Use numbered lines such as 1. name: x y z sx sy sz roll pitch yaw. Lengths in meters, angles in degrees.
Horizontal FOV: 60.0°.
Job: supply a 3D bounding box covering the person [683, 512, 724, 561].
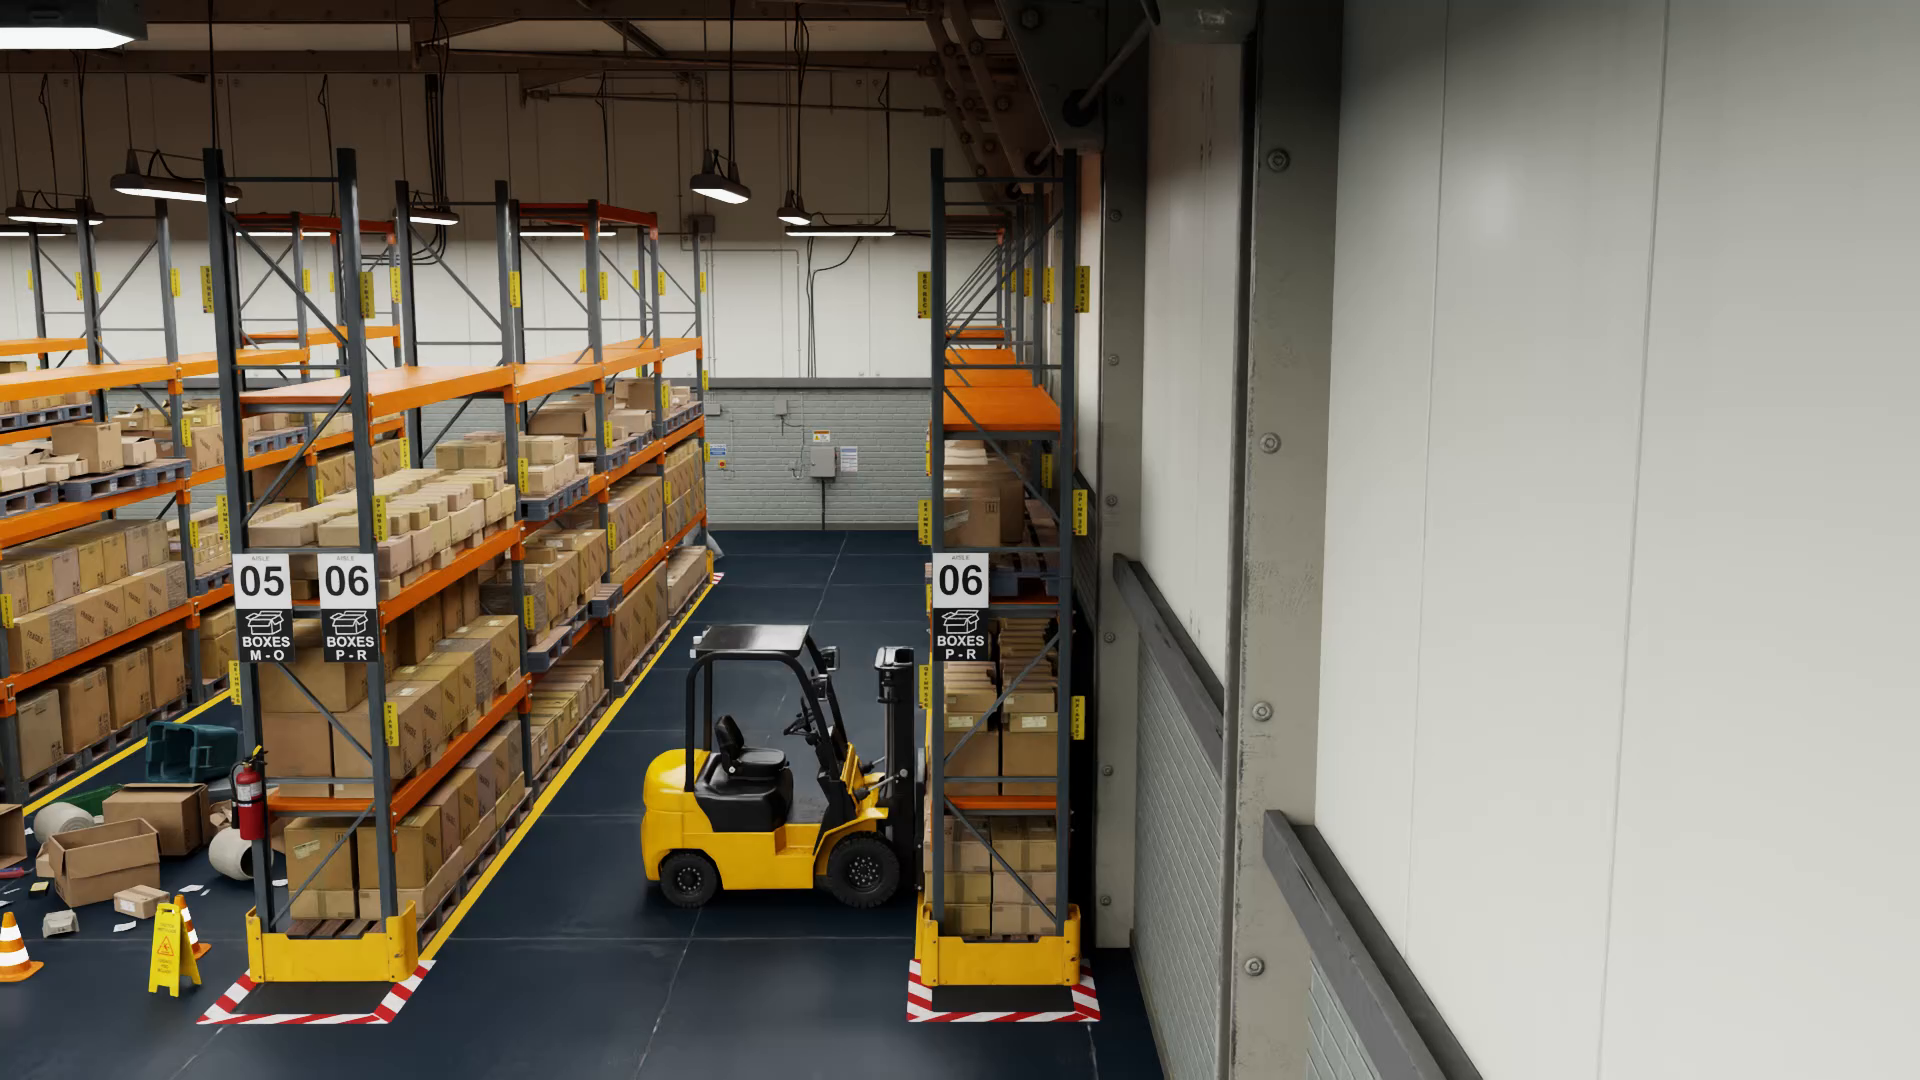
1. person: -4.703 -0.408 29.582 1.037 1.727 0.567 -4 10 -23
